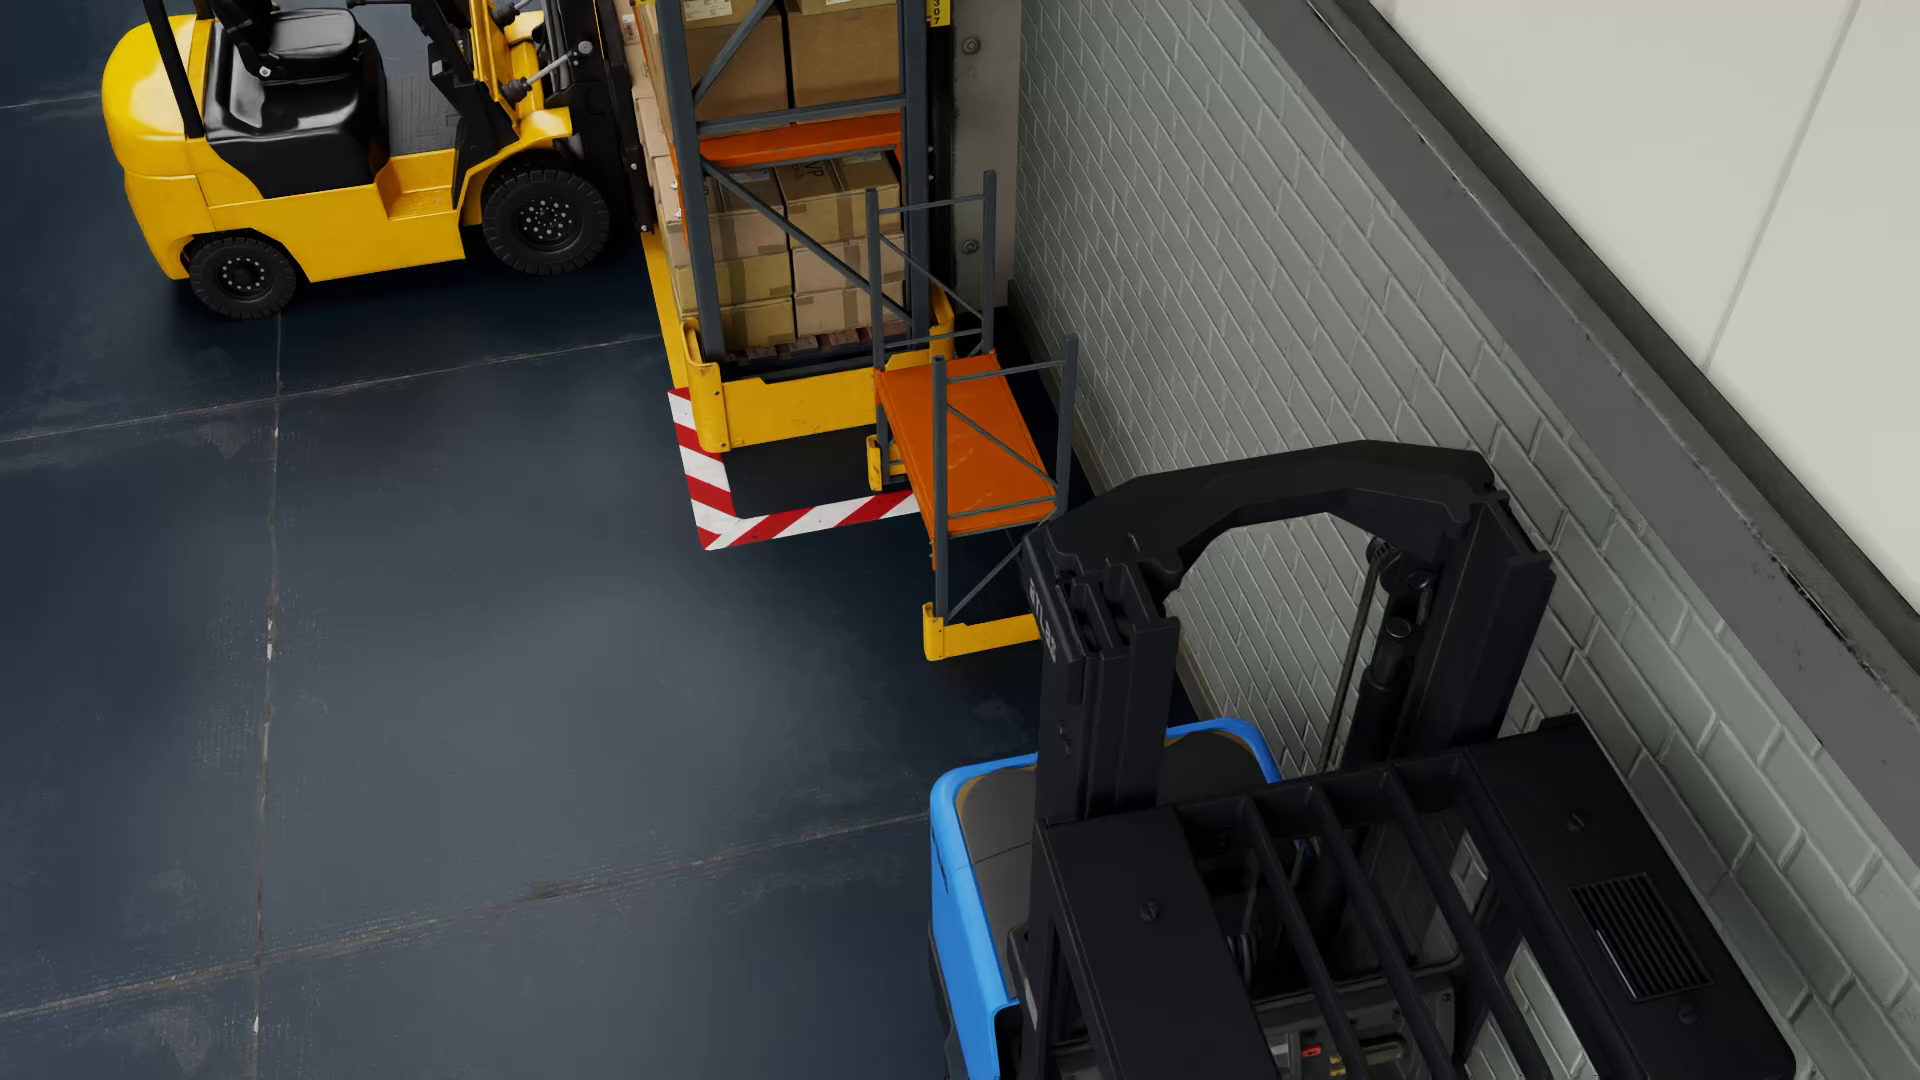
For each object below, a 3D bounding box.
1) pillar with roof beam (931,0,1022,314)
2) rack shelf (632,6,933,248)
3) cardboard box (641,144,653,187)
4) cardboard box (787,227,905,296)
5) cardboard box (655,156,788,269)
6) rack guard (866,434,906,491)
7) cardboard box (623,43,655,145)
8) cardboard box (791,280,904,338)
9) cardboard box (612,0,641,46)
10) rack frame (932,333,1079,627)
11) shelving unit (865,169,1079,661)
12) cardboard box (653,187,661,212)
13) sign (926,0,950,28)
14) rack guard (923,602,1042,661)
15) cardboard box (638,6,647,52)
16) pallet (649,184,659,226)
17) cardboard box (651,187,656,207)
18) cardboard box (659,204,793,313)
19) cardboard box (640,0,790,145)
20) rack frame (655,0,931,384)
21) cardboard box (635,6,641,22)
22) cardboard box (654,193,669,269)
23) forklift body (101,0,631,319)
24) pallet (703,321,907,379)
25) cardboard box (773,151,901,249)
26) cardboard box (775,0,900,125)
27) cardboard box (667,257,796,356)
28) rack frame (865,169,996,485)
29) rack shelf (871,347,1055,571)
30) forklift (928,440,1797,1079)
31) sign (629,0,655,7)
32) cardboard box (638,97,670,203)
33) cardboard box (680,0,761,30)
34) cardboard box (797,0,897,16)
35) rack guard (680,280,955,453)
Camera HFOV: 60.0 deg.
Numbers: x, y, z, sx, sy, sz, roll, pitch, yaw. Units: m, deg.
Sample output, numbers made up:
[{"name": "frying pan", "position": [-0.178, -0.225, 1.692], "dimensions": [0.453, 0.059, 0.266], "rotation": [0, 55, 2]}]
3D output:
[{"name": "pillar with roof beam", "position": [-4.094, -3.625, 4.253], "dimensions": [9.100, 9.000, 0.400], "rotation": [-11, 47, -10]}, {"name": "rack shelf", "position": [-1.137, -2.796, 8.144], "dimensions": [1.077, 0.370, 4.000], "rotation": [-11, 47, -10]}, {"name": "cardboard box", "position": [-1.323, -2.006, 8.148], "dimensions": [0.500, 0.250, 0.500], "rotation": [-12, 47, -11]}, {"name": "cardboard box", "position": [-0.545, -1.389, 7.543], "dimensions": [0.500, 0.250, 0.500], "rotation": [-10, 46, -10]}, {"name": "cardboard box", "position": [-1.045, -1.462, 7.265], "dimensions": [0.500, 0.250, 0.500], "rotation": [-9, 46, -9]}, {"name": "rack guard", "position": [-0.108, -0.379, 7.197], "dimensions": [0.587, 0.250, 0.087], "rotation": [-11, 47, -10]}, {"name": "cardboard box", "position": [-1.320, -2.160, 7.949], "dimensions": [0.500, 0.250, 0.500], "rotation": [-10, 46, -10]}, {"name": "cardboard box", "position": [-0.562, -1.226, 7.733], "dimensions": [0.500, 0.250, 0.500], "rotation": [-11, 47, -10]}, {"name": "cardboard box", "position": [-1.442, -2.512, 8.293], "dimensions": [0.500, 0.250, 0.500], "rotation": [-12, 47, -11]}, {"name": "rack frame", "position": [0.152, -0.115, 6.063], "dimensions": [0.500, 1.500, 0.032], "rotation": [-11, 47, -10]}, {"name": "shelving unit", "position": [0.020, -0.472, 6.413], "dimensions": [0.587, 1.500, 1.083], "rotation": [-11, 47, -10]}, {"name": "cardboard box", "position": [-1.170, -1.654, 7.802], "dimensions": [0.500, 0.250, 0.500], "rotation": [-11, 47, -11]}, {"name": "sign", "position": [-0.087, -2.095, 6.292], "dimensions": [0.100, 0.325, 0.005], "rotation": [-11, 47, -10]}, {"name": "rack guard", "position": [0.147, 0.309, 6.523], "dimensions": [0.587, 0.250, 0.087], "rotation": [-11, 47, -10]}, {"name": "cardboard box", "position": [-1.129, -2.353, 7.137], "dimensions": [0.500, 0.500, 0.500], "rotation": [-9, 46, -9]}, {"name": "pallet", "position": [-1.170, -2.052, 8.864], "dimensions": [1.003, 0.211, 1.213], "rotation": [-11, 47, -10]}, {"name": "cardboard box", "position": [-1.289, -1.810, 8.306], "dimensions": [0.500, 0.250, 0.500], "rotation": [-10, 46, -10]}, {"name": "cardboard box", "position": [-1.052, -1.305, 7.461], "dimensions": [0.500, 0.250, 0.500], "rotation": [-11, 47, -11]}, {"name": "cardboard box", "position": [-1.005, -1.994, 6.784], "dimensions": [0.500, 0.500, 0.500], "rotation": [-12, 47, -11]}, {"name": "rack frame", "position": [-0.625, -1.667, 6.534], "dimensions": [1.000, 3.000, 0.127], "rotation": [-11, 47, -10]}, {"name": "cardboard box", "position": [-1.261, -2.707, 7.484], "dimensions": [0.500, 0.500, 0.500], "rotation": [-12, 47, -11]}, {"name": "cardboard box", "position": [-1.169, -1.463, 7.966], "dimensions": [0.500, 0.250, 0.500], "rotation": [-11, 47, -10]}, {"name": "forklift body", "position": [-2.874, -2.345, 7.793], "dimensions": [2.313, 2.155, 1.214], "rotation": [-11, 47, -10]}, {"name": "pallet", "position": [-0.862, -1.211, 8.040], "dimensions": [1.003, 0.211, 1.213], "rotation": [-11, 47, -10]}, {"name": "cardboard box", "position": [-0.565, -1.568, 7.368], "dimensions": [0.500, 0.250, 0.500], "rotation": [-11, 47, -11]}, {"name": "cardboard box", "position": [-0.484, -2.095, 6.883], "dimensions": [0.500, 0.500, 0.500], "rotation": [-9, 46, -9]}, {"name": "cardboard box", "position": [-1.051, -1.118, 7.627], "dimensions": [0.500, 0.250, 0.500], "rotation": [-10, 46, -10]}, {"name": "rack frame", "position": [-0.108, -0.817, 6.751], "dimensions": [0.500, 1.500, 0.032], "rotation": [-11, 47, -10]}, {"name": "rack shelf", "position": [0.022, -0.340, 6.536], "dimensions": [0.538, 0.185, 1.000], "rotation": [-11, 47, -10]}, {"name": "forklift", "position": [0.731, 1.350, 3.626], "dimensions": [1.130, 2.935, 3.031], "rotation": [-9, 46, -9]}, {"name": "sign", "position": [-1.153, -2.065, 5.948], "dimensions": [0.100, 0.325, 0.005], "rotation": [-11, 47, -10]}, {"name": "cardboard box", "position": [-1.181, -1.814, 7.609], "dimensions": [0.500, 0.250, 0.500], "rotation": [-10, 46, -10]}, {"name": "cardboard box", "position": [-0.985, -2.117, 6.451], "dimensions": [0.380, 0.149, 0.250], "rotation": [-10, 46, -10]}, {"name": "cardboard box", "position": [-0.461, -2.210, 6.543], "dimensions": [0.380, 0.149, 0.250], "rotation": [-12, 47, -11]}, {"name": "rack guard", "position": [-0.619, -0.775, 7.411], "dimensions": [1.175, 0.500, 0.348], "rotation": [-11, 47, -10]}]
